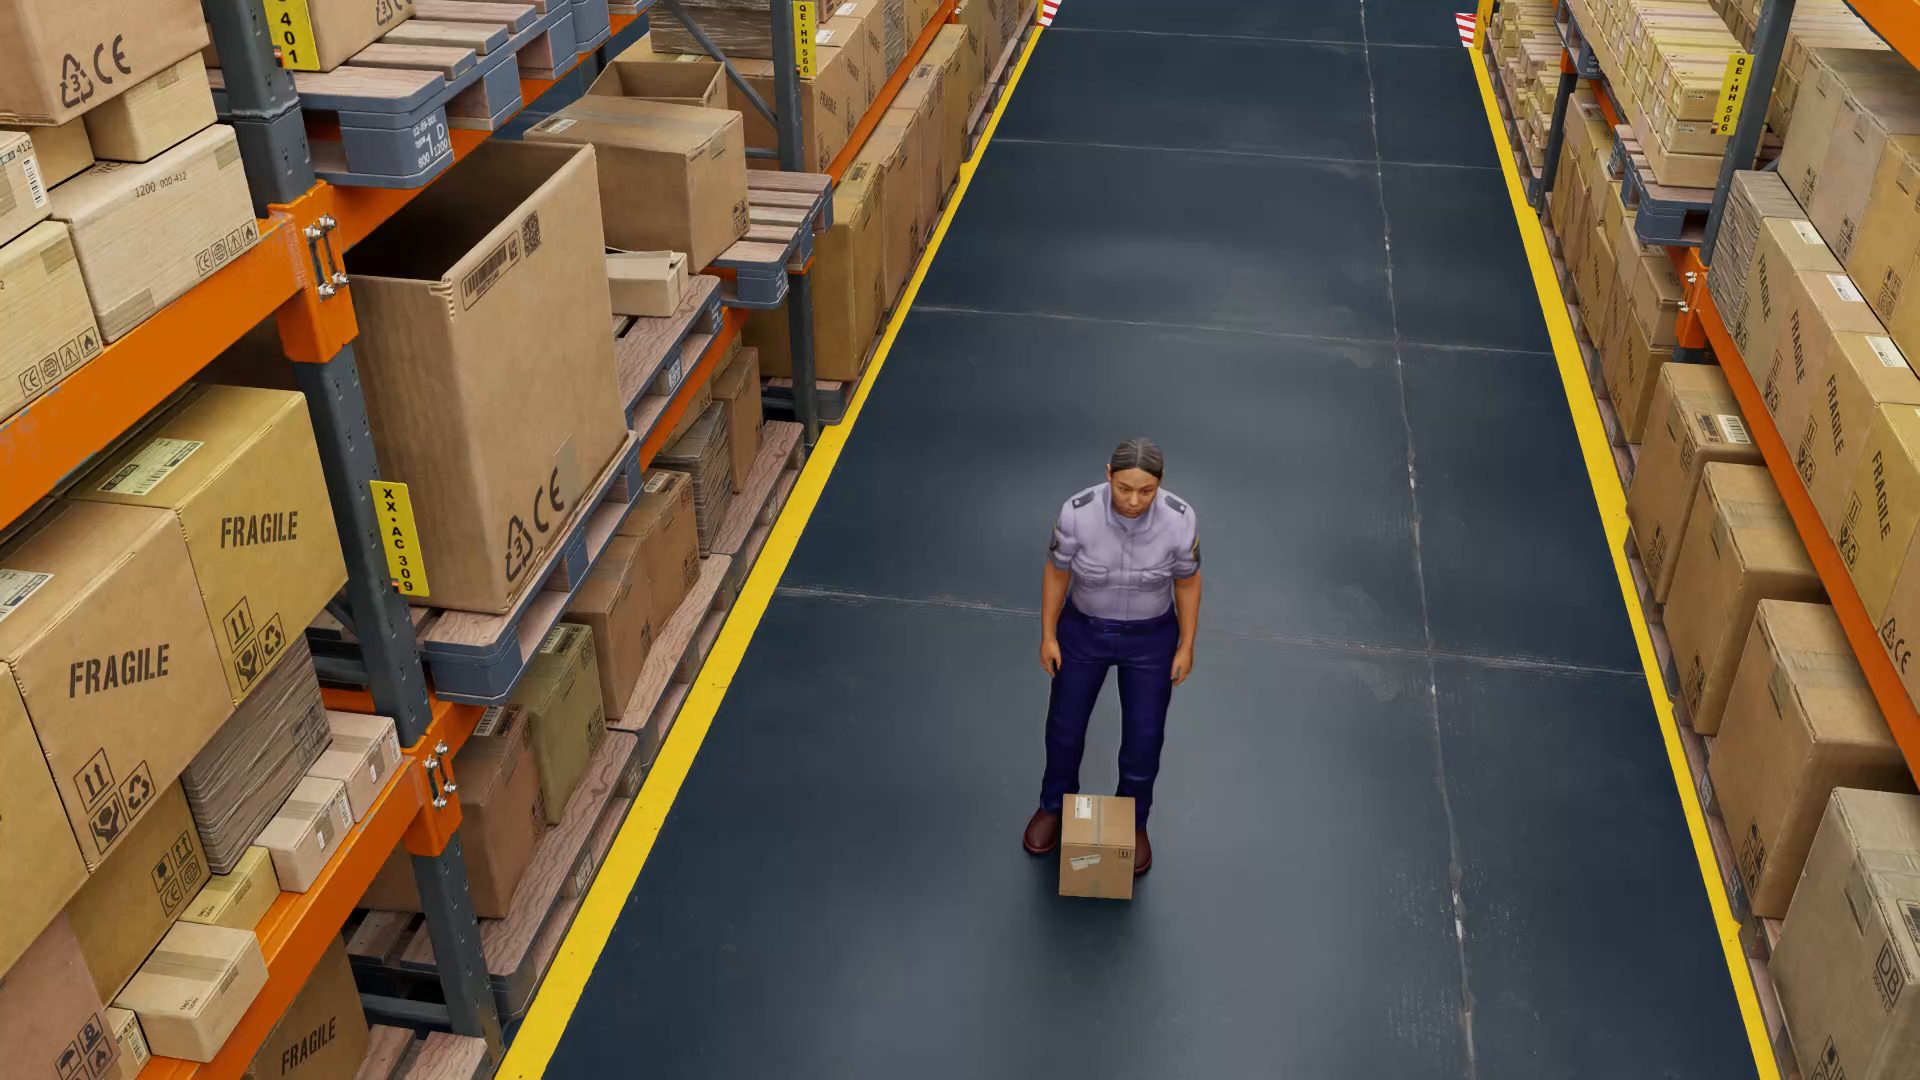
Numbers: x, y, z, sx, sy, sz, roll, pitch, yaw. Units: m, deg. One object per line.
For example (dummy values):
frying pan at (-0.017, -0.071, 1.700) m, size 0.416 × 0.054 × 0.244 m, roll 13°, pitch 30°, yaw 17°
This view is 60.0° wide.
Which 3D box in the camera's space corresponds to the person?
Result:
person at (0.510, 0.369, 5.579) m, size 0.544 × 1.639 × 0.414 m, roll 5°, pitch 33°, yaw 8°
